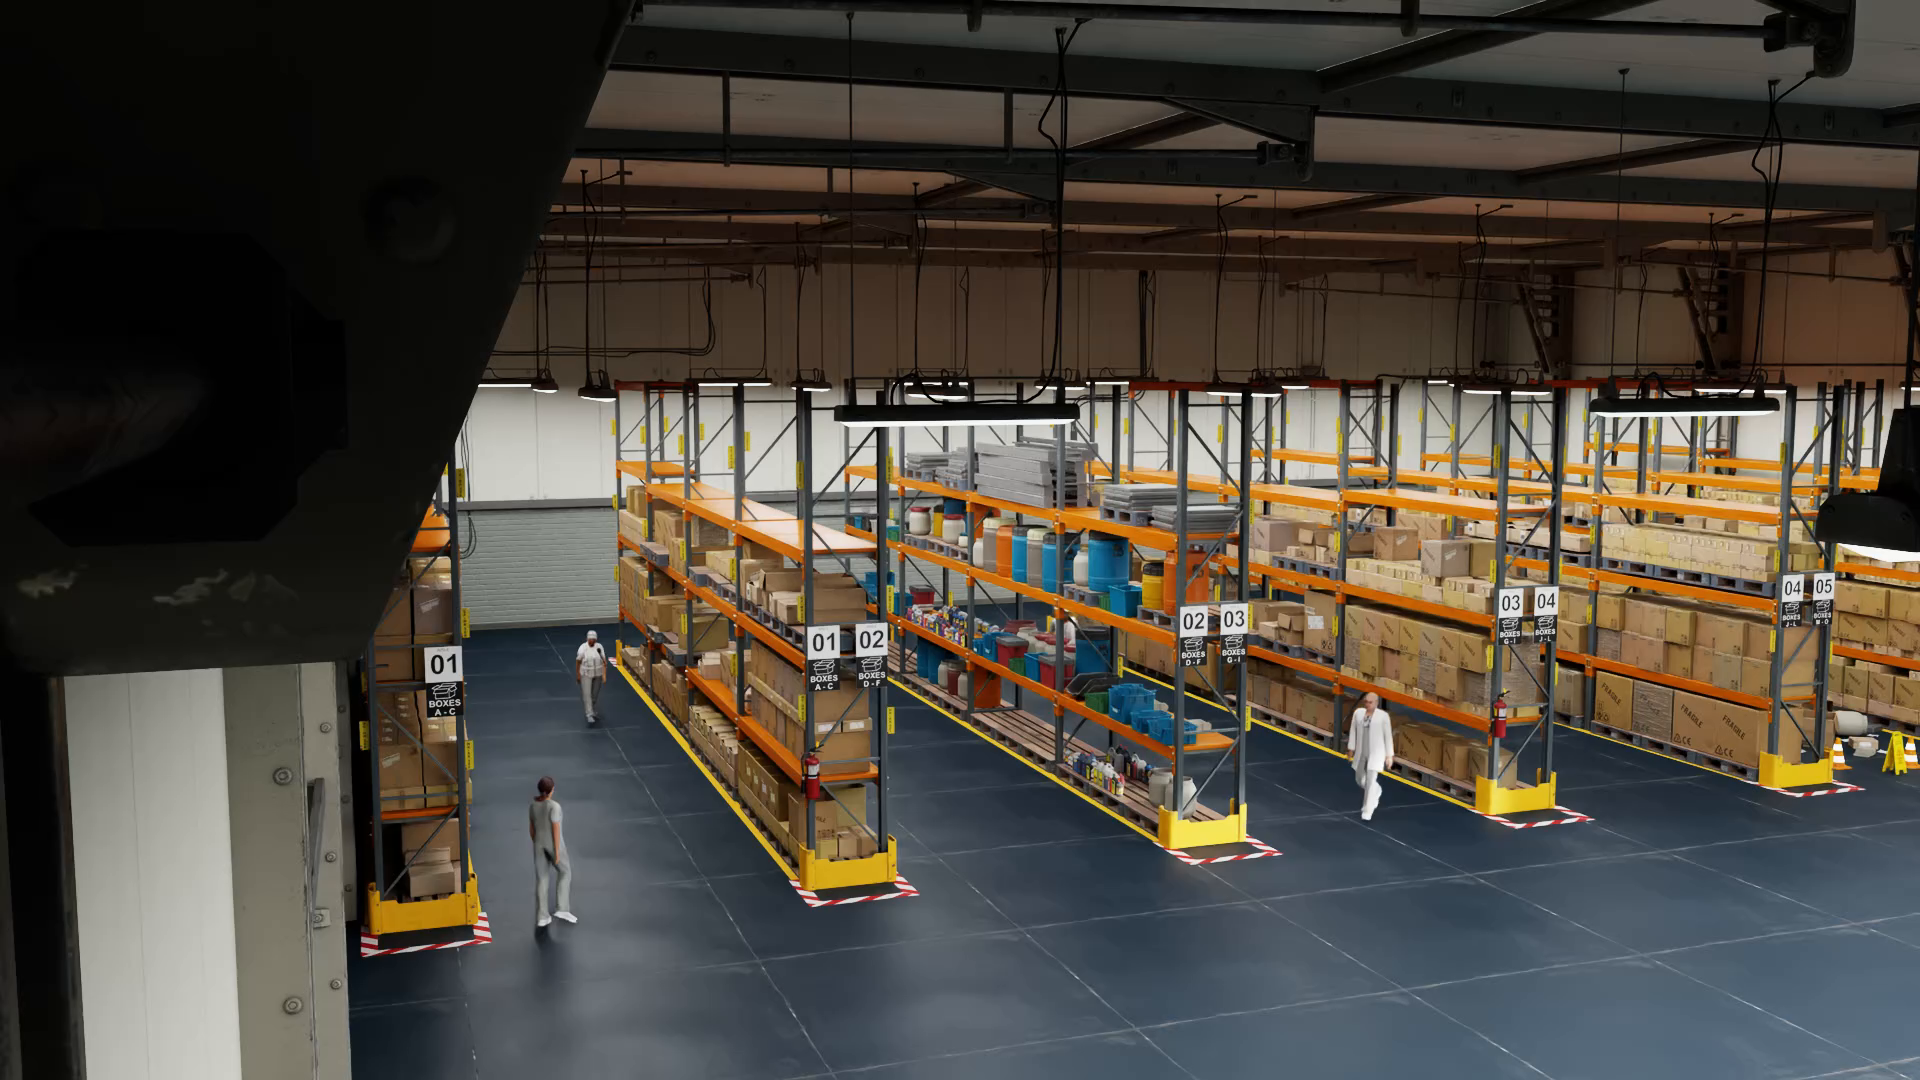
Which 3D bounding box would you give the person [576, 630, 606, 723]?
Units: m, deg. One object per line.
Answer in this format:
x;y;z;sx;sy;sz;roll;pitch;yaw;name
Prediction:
-6.496;2.399;29.435;0.508;1.606;0.997;-4;7;-33;person

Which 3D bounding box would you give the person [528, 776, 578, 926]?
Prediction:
-4.666;3.540;18.777;0.533;1.718;0.547;1;6;11;person

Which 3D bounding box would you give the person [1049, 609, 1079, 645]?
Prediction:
2.015;2.075;32.349;0.607;1.696;0.798;-1;6;-5;person

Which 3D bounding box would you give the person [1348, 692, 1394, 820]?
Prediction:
5.782;2.990;23.351;0.662;1.757;0.896;5;8;41;person
